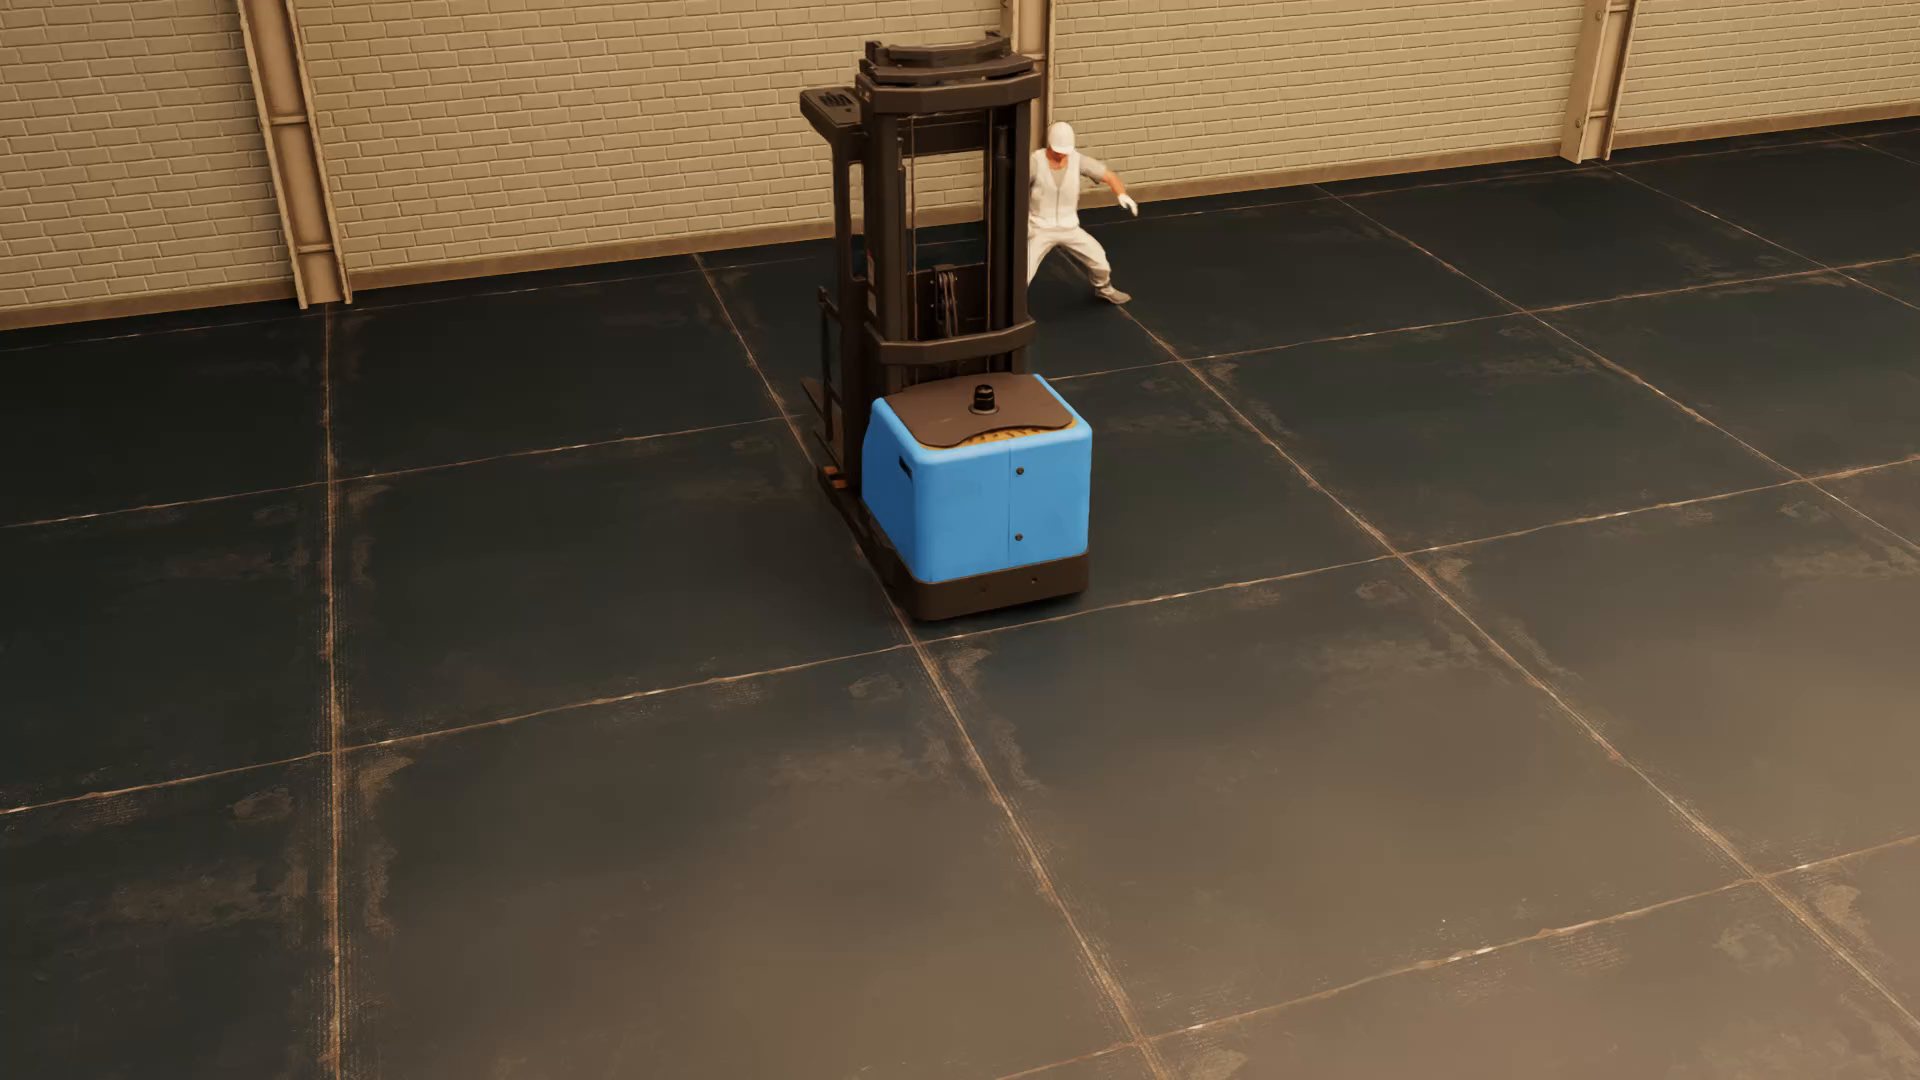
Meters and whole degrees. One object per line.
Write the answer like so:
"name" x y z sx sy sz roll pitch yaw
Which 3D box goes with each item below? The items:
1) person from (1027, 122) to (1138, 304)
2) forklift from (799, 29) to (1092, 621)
"person" 0.813 -2.360 12.541 1.264 1.573 0.949 -6 30 -10
"forklift" -0.260 -1.548 9.777 1.130 2.935 3.031 -11 32 -18
